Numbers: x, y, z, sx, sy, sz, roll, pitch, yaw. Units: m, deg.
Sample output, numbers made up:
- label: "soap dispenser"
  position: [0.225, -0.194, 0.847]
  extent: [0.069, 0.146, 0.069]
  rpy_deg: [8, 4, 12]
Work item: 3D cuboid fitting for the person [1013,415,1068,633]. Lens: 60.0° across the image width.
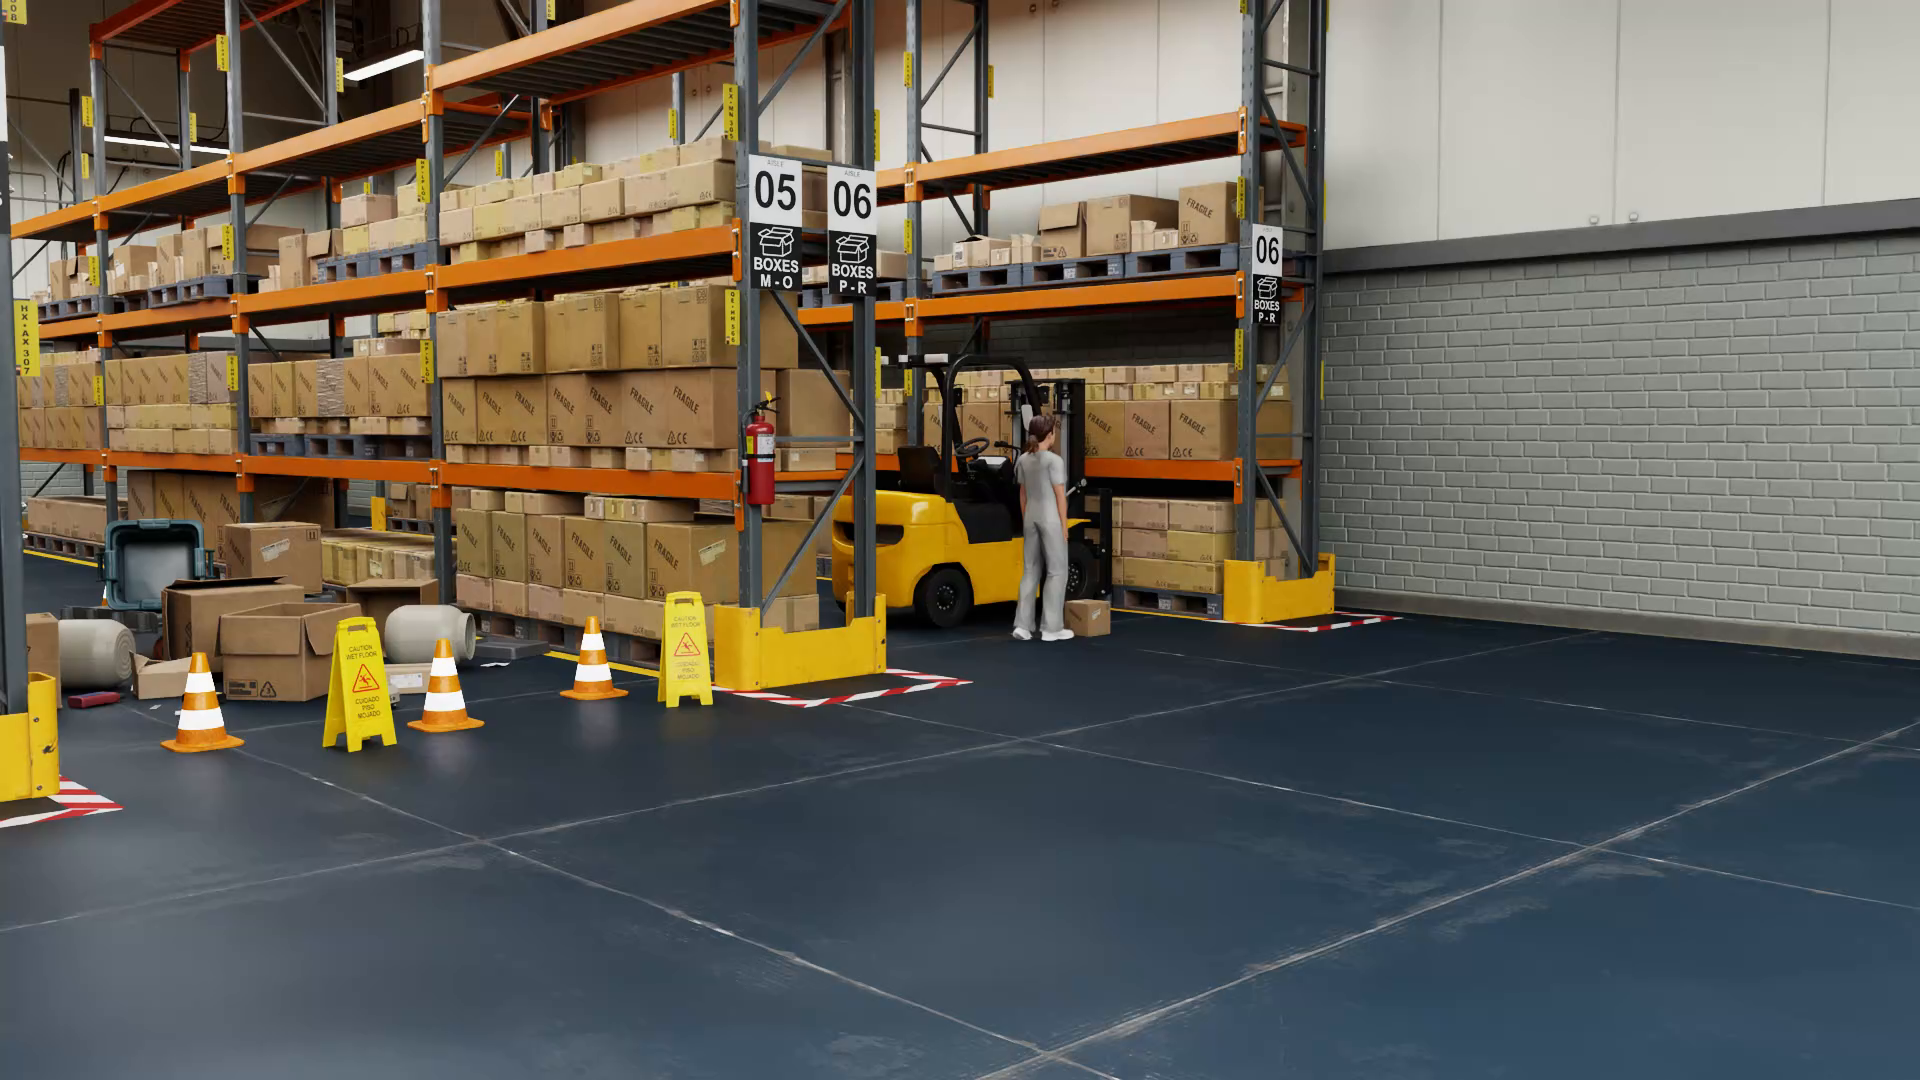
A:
- label: "person"
  position: [0.615, -0.114, 12.315]
  extent: [0.356, 1.618, 0.440]
  rpy_deg: [-4, 5, -43]
